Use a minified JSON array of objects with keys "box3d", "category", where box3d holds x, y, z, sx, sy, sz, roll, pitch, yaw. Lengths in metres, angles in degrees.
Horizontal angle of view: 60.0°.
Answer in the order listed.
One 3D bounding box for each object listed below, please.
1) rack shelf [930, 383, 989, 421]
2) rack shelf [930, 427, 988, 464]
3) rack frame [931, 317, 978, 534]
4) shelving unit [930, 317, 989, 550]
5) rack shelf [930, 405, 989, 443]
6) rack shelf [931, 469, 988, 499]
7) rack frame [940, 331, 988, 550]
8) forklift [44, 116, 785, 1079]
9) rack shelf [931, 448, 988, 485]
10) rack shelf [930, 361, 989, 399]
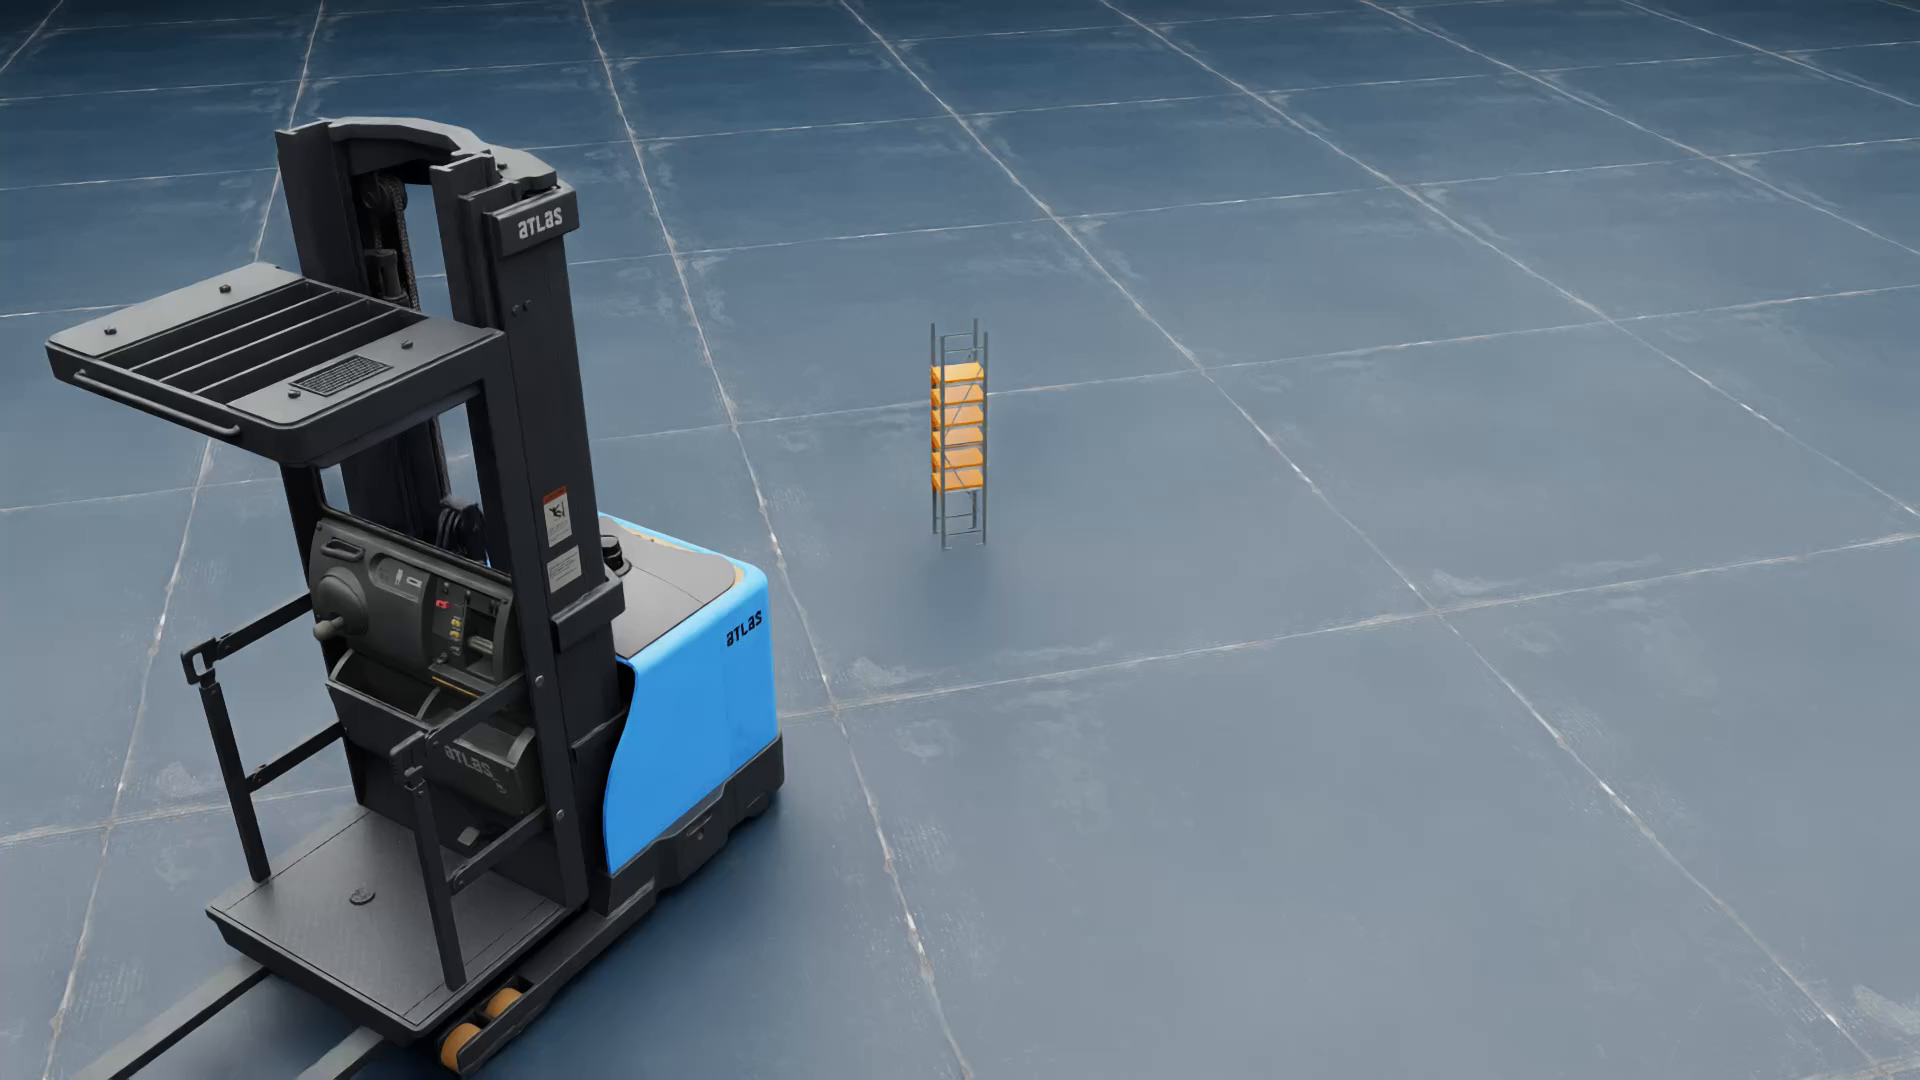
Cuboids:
[{"box3d":[-0.004,-0.696,8.364,0.258,0.103,0.180,-8,31,-13],"category":"rack shelf"},{"box3d":[-0.004,-0.488,8.484,0.258,0.103,0.180,-8,31,-13],"category":"rack shelf"},{"box3d":[-0.028,-0.570,8.538,0.240,1.200,0.006,-8,31,-13],"category":"rack frame"},{"box3d":[-0.004,-0.526,8.462,0.258,1.200,0.189,-8,31,-13],"category":"shelving unit"},{"box3d":[-0.004,-0.592,8.424,0.258,0.103,0.180,-8,31,-13],"category":"rack shelf"},{"box3d":[-0.004,-0.280,8.604,0.258,0.103,0.180,-8,31,-13],"category":"rack shelf"},{"box3d":[0.020,-0.482,8.385,0.240,1.200,0.006,-8,31,-13],"category":"rack frame"},{"box3d":[-1.939,0.269,5.359,1.130,2.935,3.031,18,34,28],"category":"forklift"},{"box3d":[-0.004,-0.384,8.544,0.258,0.103,0.180,-8,31,-13],"category":"rack shelf"},{"box3d":[-0.004,-0.799,8.303,0.258,0.103,0.180,-8,31,-13],"category":"rack shelf"}]
